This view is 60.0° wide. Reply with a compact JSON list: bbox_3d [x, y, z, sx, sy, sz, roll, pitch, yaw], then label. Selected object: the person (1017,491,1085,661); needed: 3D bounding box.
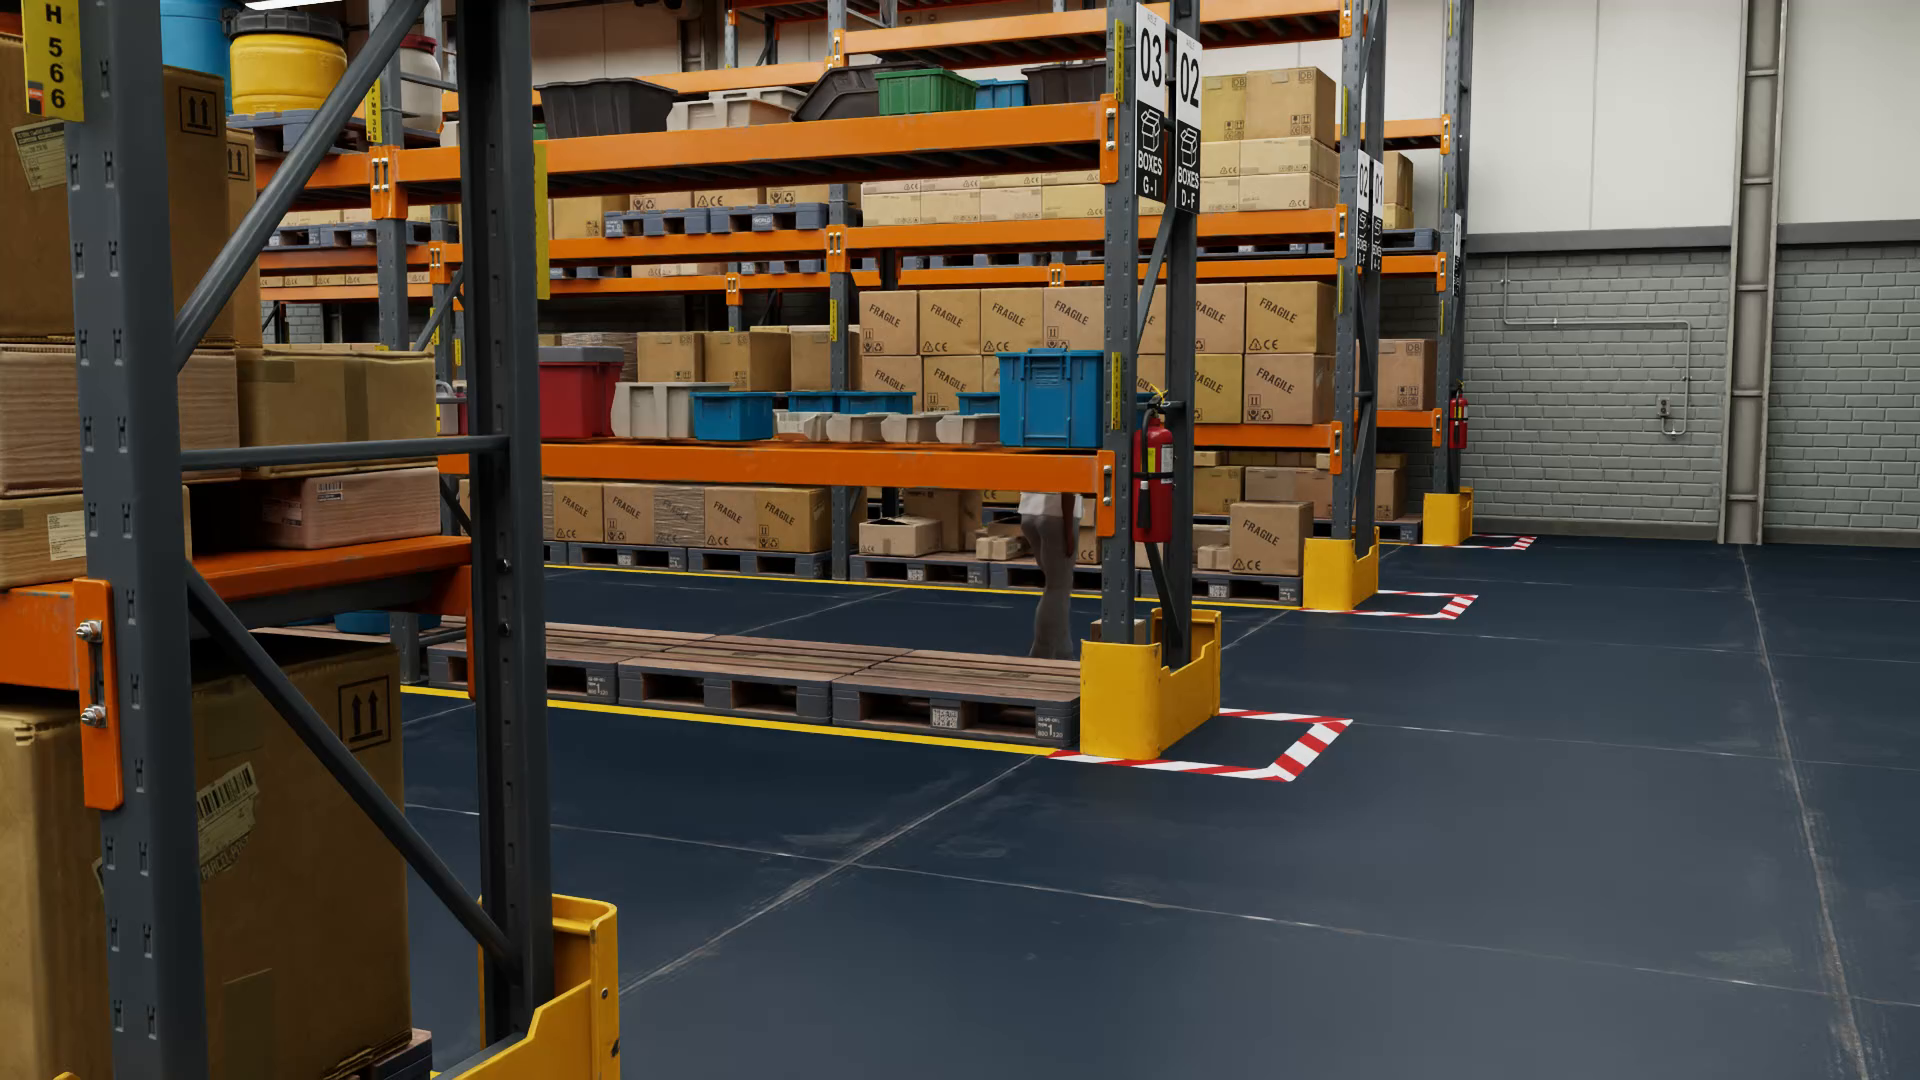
[{"bbox_3d":[0.574,-0.085,9.129,0.516,1.695,0.455,-4,7,-34],"label":"person"}]
